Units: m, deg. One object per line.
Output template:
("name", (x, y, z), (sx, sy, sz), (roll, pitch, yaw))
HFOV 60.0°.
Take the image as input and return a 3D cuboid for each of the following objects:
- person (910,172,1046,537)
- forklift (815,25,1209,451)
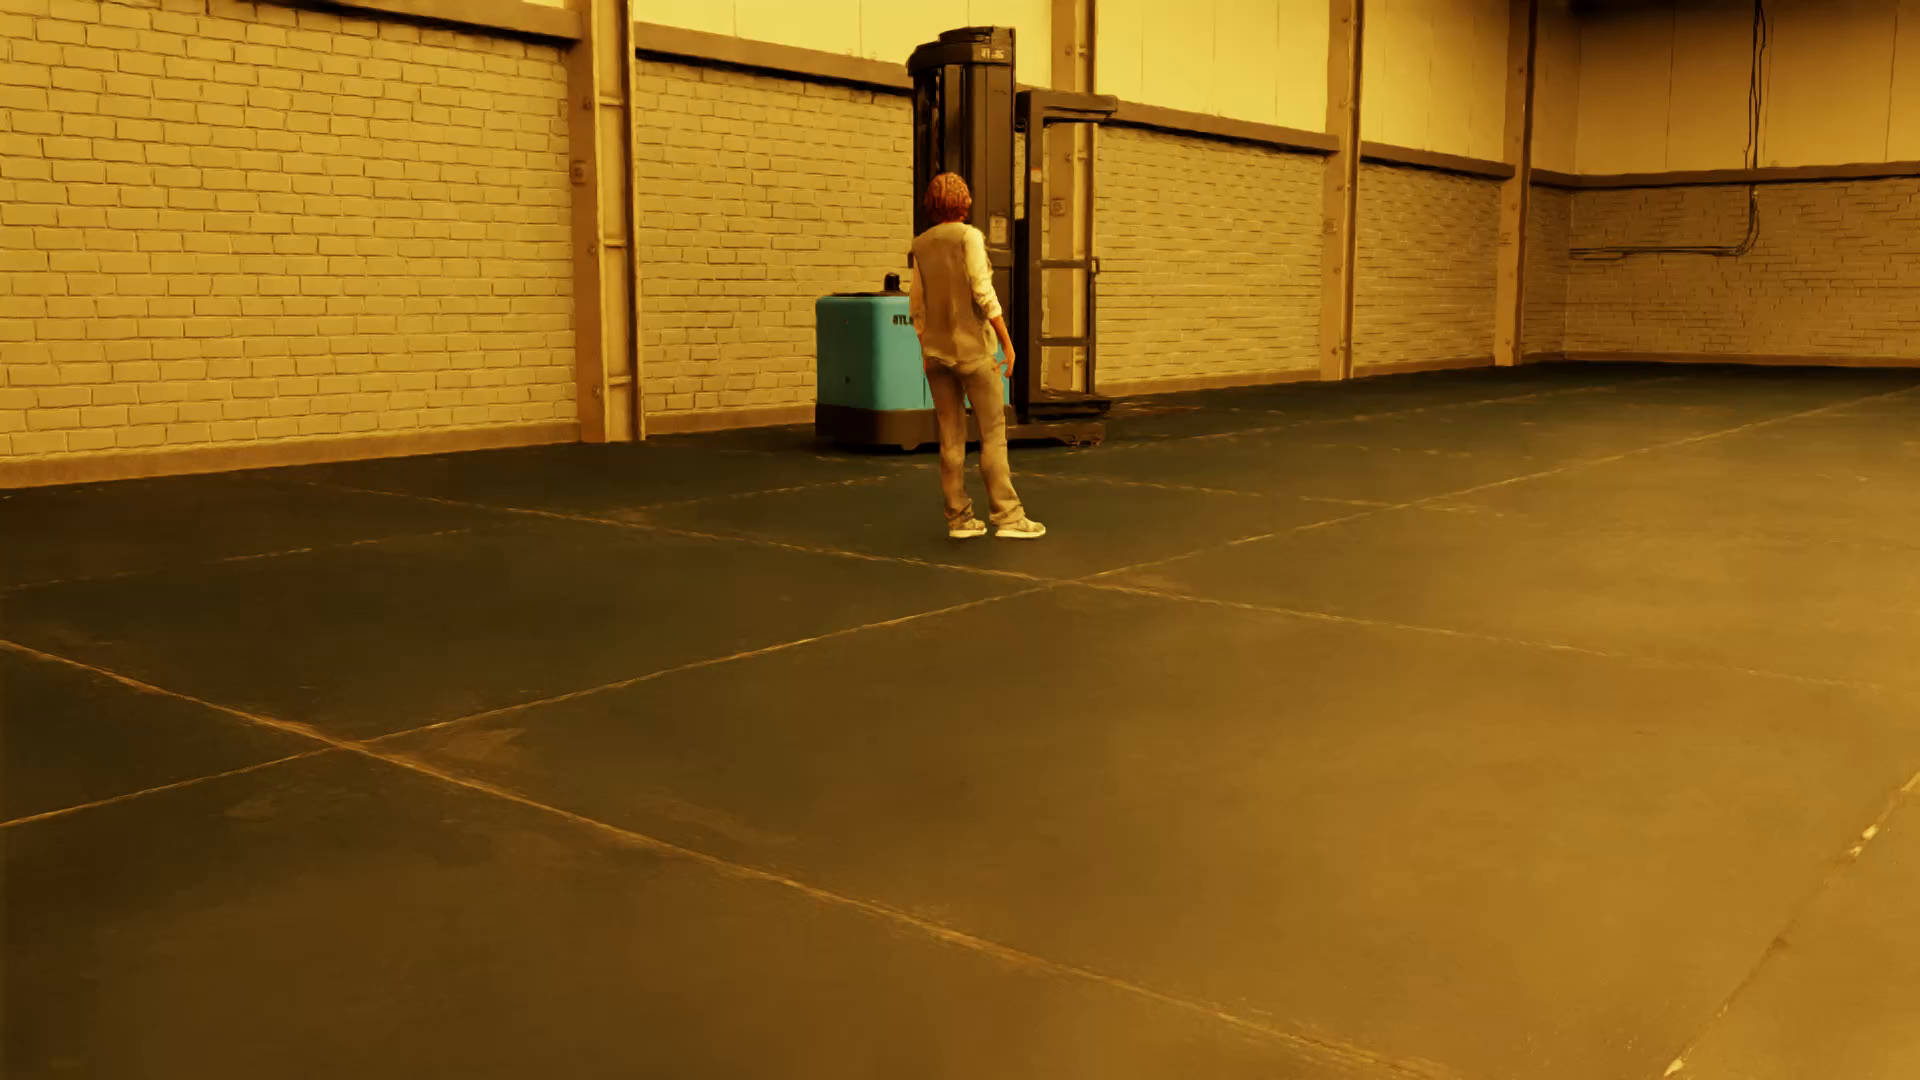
("person", (0.057, -0.804, 7.337), (0.521, 1.597, 0.474), (7, 11, 38))
("forklift", (0.474, -2.195, 12.281), (3.031, 2.935, 1.130), (-5, 10, -31))
